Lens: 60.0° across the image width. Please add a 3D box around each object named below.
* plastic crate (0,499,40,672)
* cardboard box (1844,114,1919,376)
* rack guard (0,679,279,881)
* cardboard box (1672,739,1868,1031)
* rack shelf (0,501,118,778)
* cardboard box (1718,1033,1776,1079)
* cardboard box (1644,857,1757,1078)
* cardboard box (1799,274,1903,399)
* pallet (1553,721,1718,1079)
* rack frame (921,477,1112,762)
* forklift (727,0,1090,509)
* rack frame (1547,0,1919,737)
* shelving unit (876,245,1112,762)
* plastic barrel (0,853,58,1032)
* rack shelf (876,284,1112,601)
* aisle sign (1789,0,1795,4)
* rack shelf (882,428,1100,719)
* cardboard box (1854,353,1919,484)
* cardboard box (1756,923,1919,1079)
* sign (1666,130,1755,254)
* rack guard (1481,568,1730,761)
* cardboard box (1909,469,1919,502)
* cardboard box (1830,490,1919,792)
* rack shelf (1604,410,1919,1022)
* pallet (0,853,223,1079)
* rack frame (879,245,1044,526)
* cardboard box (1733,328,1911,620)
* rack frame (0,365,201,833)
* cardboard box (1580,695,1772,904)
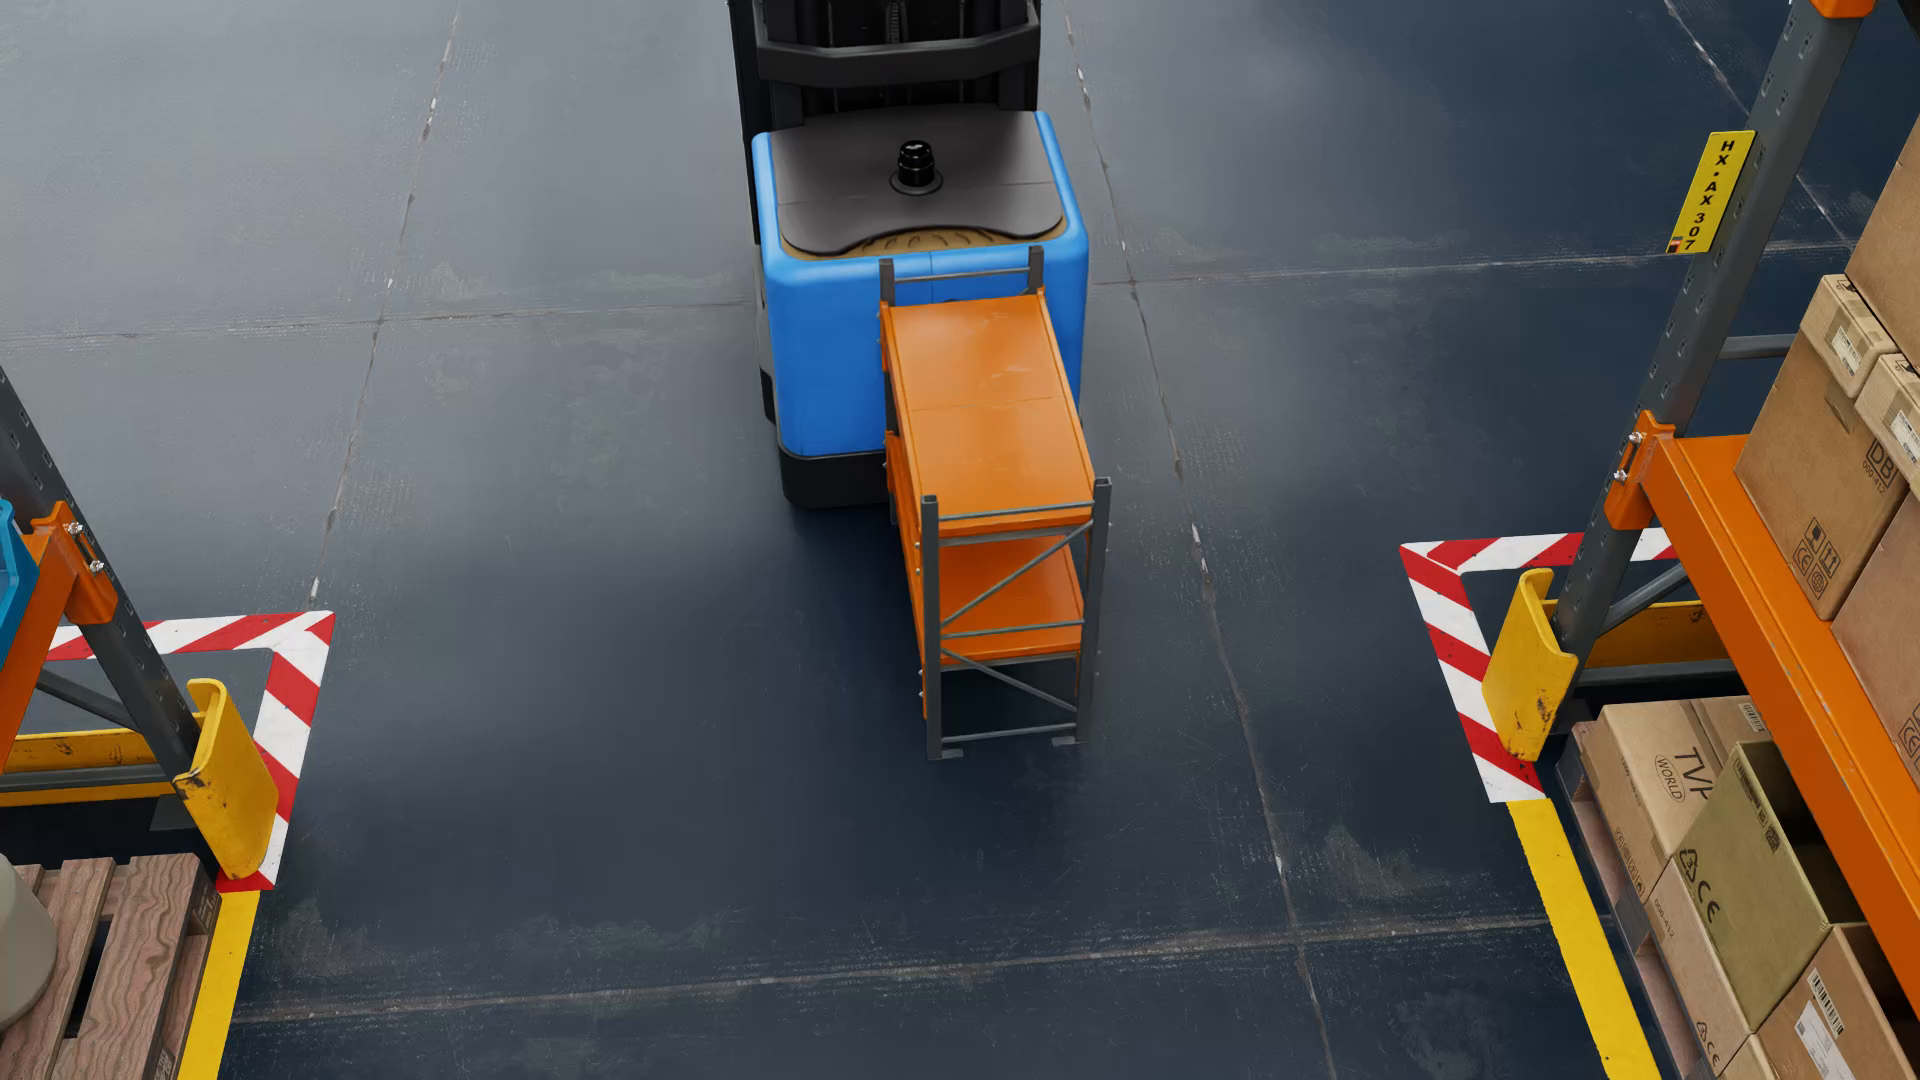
[{"bbox_3d":[-2.340,0.203,3.594,0.499,0.251,0.616,-3,47,-3],"label":"plastic crate"},{"bbox_3d":[2.287,-0.594,3.284,0.700,0.500,0.500,-3,47,-3],"label":"cardboard box"},{"bbox_3d":[-2.627,0.720,4.724,1.175,0.500,0.348,-3,47,-3],"label":"rack guard"},{"bbox_3d":[2.123,0.816,3.999,0.500,0.500,0.500,-3,47,-3],"label":"cardboard box"},{"bbox_3d":[-2.513,1.502,2.757,1.077,0.370,4.000,-3,47,-3],"label":"rack shelf"},{"bbox_3d":[2.166,1.435,3.929,0.500,0.250,0.500,-3,47,-3],"label":"cardboard box"},{"bbox_3d":[2.125,1.074,4.272,0.500,0.250,0.500,-3,47,-3],"label":"cardboard box"},{"bbox_3d":[2.074,-0.451,3.595,0.380,0.149,0.250,-4,47,-4],"label":"cardboard box"},{"bbox_3d":[2.362,1.019,4.639,1.003,0.211,1.213,-3,47,-3],"label":"pallet"},{"bbox_3d":[0.148,0.257,4.732,0.500,1.125,0.032,-6,47,-6],"label":"rack frame"},{"bbox_3d":[-0.295,-2.197,5.812,1.130,2.935,3.031,-6,47,-6],"label":"forklift"},{"bbox_3d":[2.256,-0.490,4.149,1.000,3.000,0.127,-3,47,-3],"label":"rack frame"},{"bbox_3d":[0.077,-0.108,5.078,0.538,1.125,1.048,-6,47,-6],"label":"shelving unit"},{"bbox_3d":[-2.549,0.990,4.170,0.421,0.512,0.421,0,47,0],"label":"plastic barrel"},{"bbox_3d":[0.077,-0.310,4.865,0.538,0.278,1.000,-6,47,-6],"label":"rack shelf"},{"bbox_3d":[1.945,-1.413,3.232,0.394,0.787,0.004,-3,47,-3],"label":"aisle sign"},{"bbox_3d":[0.077,0.060,5.255,0.538,0.278,1.000,-6,47,-6],"label":"rack shelf"},{"bbox_3d":[2.099,-0.260,3.415,0.380,0.149,0.250,-5,47,-4],"label":"cardboard box"},{"bbox_3d":[2.178,1.177,3.658,0.500,0.500,0.500,-3,47,-3],"label":"cardboard box"},{"bbox_3d":[1.702,-0.786,3.778,0.100,0.325,0.005,-3,47,-3],"label":"sign"},{"bbox_3d":[2.254,0.352,5.073,1.175,0.500,0.348,-3,47,-3],"label":"rack guard"},{"bbox_3d":[2.118,-0.080,3.244,0.380,0.149,0.250,-3,47,-3],"label":"cardboard box"},{"bbox_3d":[2.331,0.193,3.432,0.700,0.500,0.500,-2,47,-2],"label":"cardboard box"},{"bbox_3d":[2.423,1.204,3.039,1.077,0.370,4.000,-3,47,-3],"label":"rack shelf"},{"bbox_3d":[-2.565,1.407,4.272,1.003,0.211,1.213,-3,47,-3],"label":"pallet"},{"bbox_3d":[0.005,-0.474,5.424,0.500,1.125,0.032,-6,47,-6],"label":"rack frame"},{"bbox_3d":[2.282,-0.186,3.792,0.700,0.500,0.500,-3,47,-3],"label":"cardboard box"},{"bbox_3d":[-2.680,-0.192,3.866,1.000,3.000,0.127,-3,47,-3],"label":"rack frame"},{"bbox_3d":[2.079,0.712,4.614,0.500,0.250,0.500,-3,47,-3],"label":"cardboard box"}]
